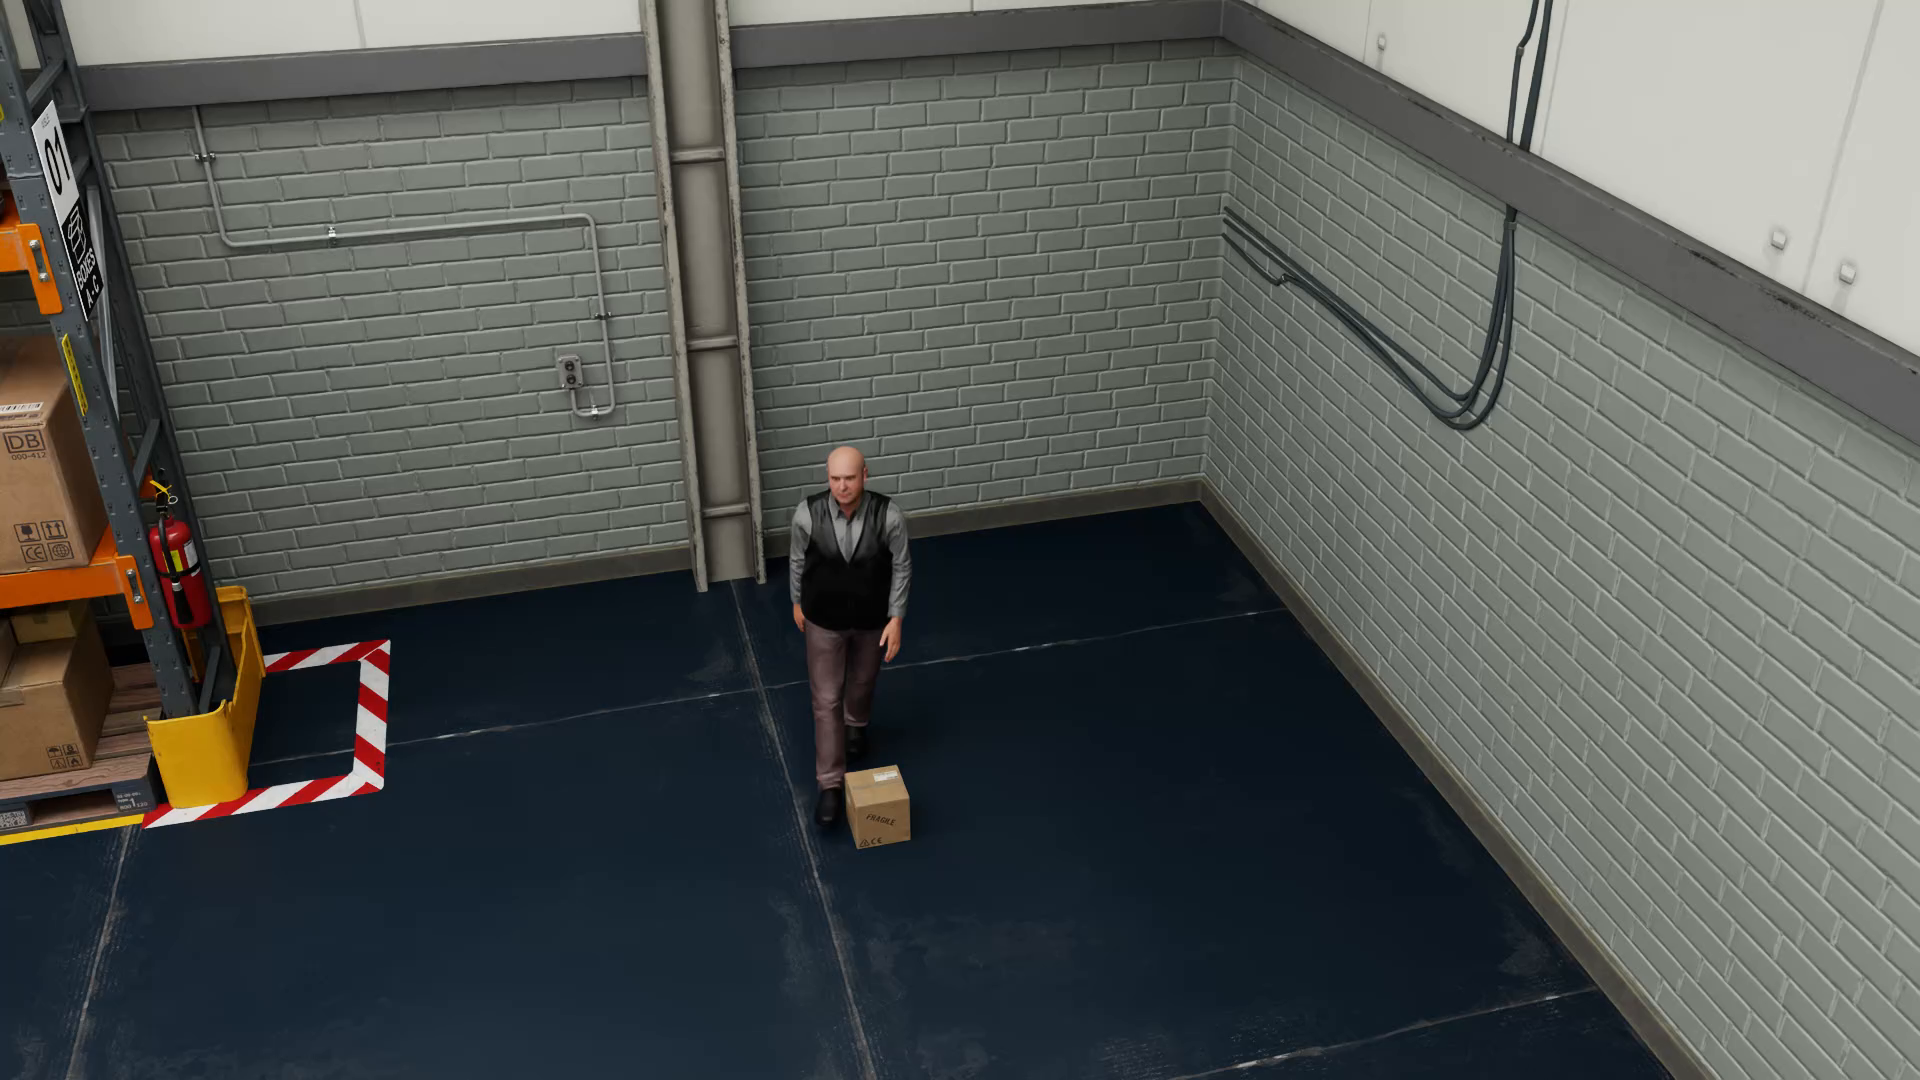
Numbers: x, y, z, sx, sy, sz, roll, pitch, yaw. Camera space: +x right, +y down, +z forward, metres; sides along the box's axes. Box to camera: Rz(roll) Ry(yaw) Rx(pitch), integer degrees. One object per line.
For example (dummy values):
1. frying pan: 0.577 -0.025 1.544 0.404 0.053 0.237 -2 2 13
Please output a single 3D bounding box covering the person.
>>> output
1. person: -0.476 0.408 7.530 0.549 1.690 0.920 -4 30 -7
